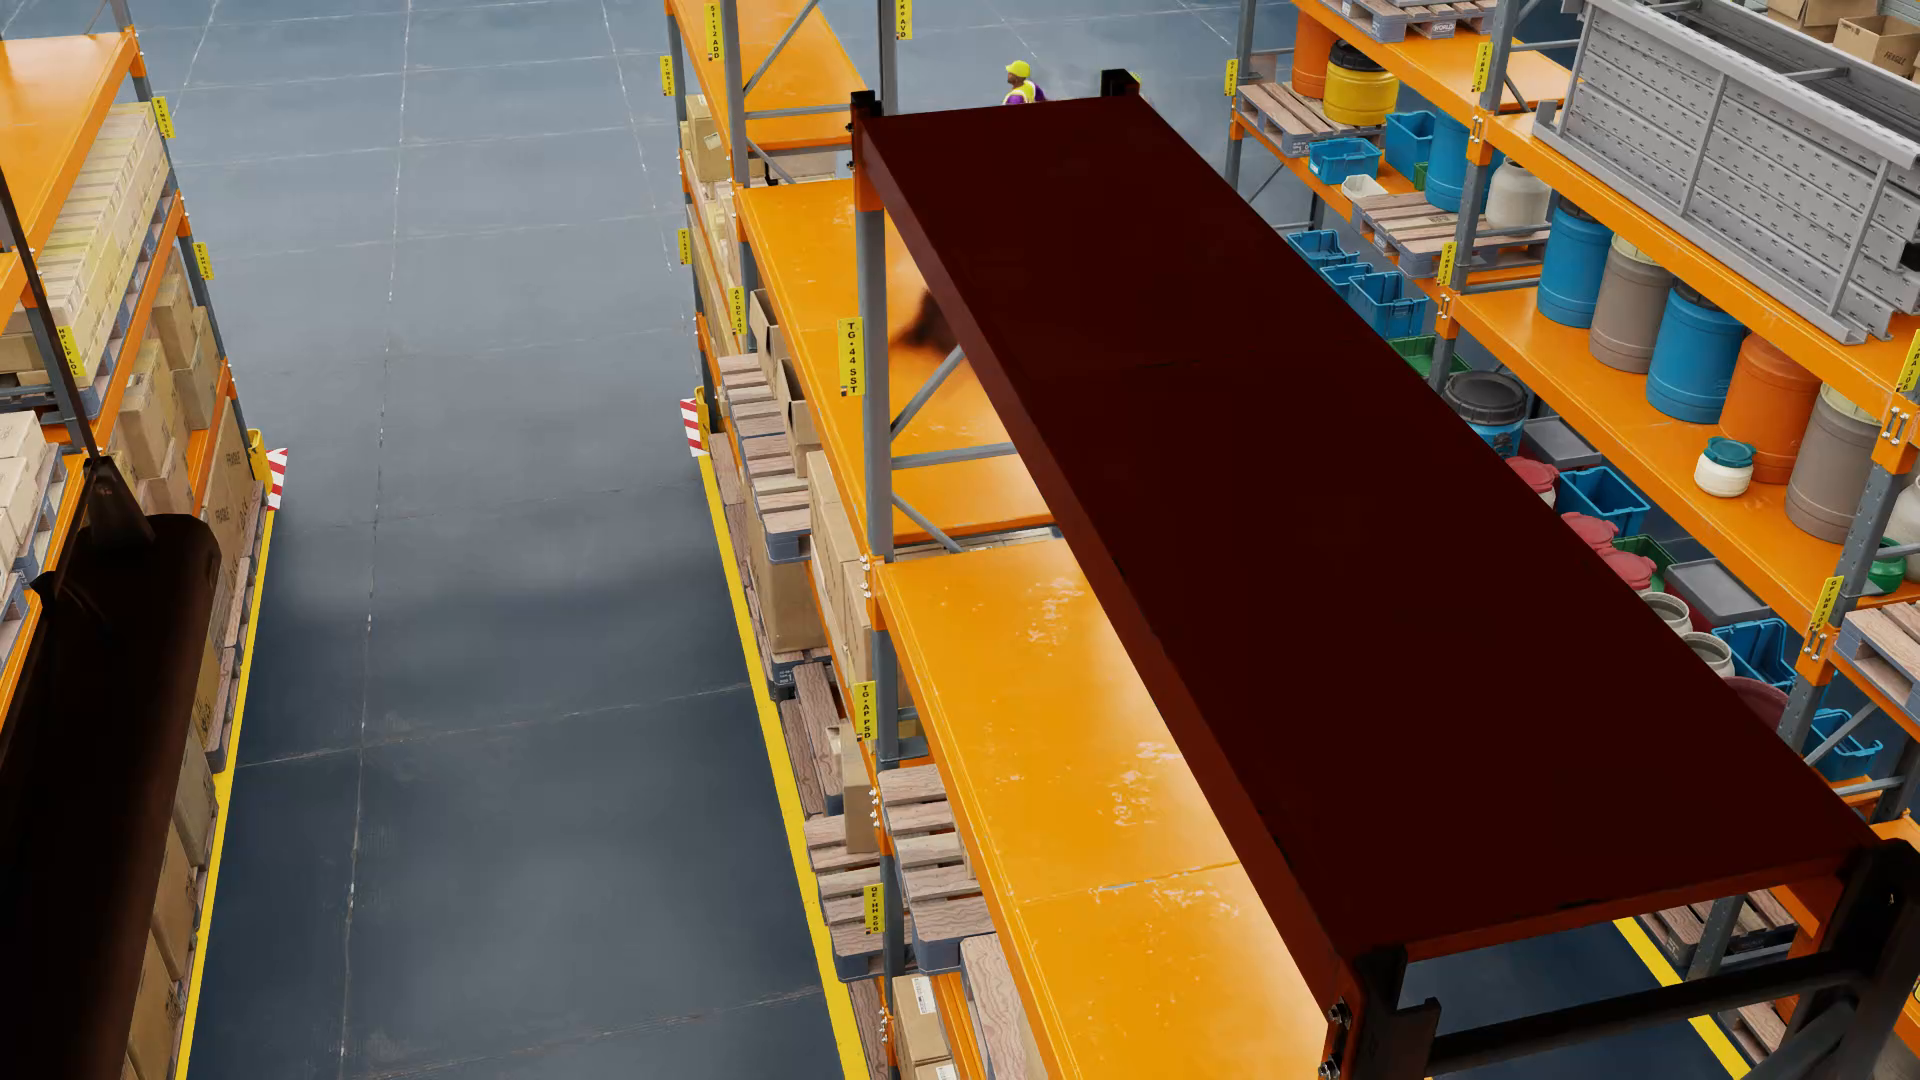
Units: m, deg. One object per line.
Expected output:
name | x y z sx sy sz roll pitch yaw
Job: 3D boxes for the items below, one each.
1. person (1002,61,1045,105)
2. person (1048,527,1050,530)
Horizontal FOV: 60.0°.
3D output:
person | 0.677 -4.682 19.399 0.670 1.835 0.695 7 35 10
person | 0.561 -0.706 13.564 0.671 1.805 0.736 -13 37 -18
